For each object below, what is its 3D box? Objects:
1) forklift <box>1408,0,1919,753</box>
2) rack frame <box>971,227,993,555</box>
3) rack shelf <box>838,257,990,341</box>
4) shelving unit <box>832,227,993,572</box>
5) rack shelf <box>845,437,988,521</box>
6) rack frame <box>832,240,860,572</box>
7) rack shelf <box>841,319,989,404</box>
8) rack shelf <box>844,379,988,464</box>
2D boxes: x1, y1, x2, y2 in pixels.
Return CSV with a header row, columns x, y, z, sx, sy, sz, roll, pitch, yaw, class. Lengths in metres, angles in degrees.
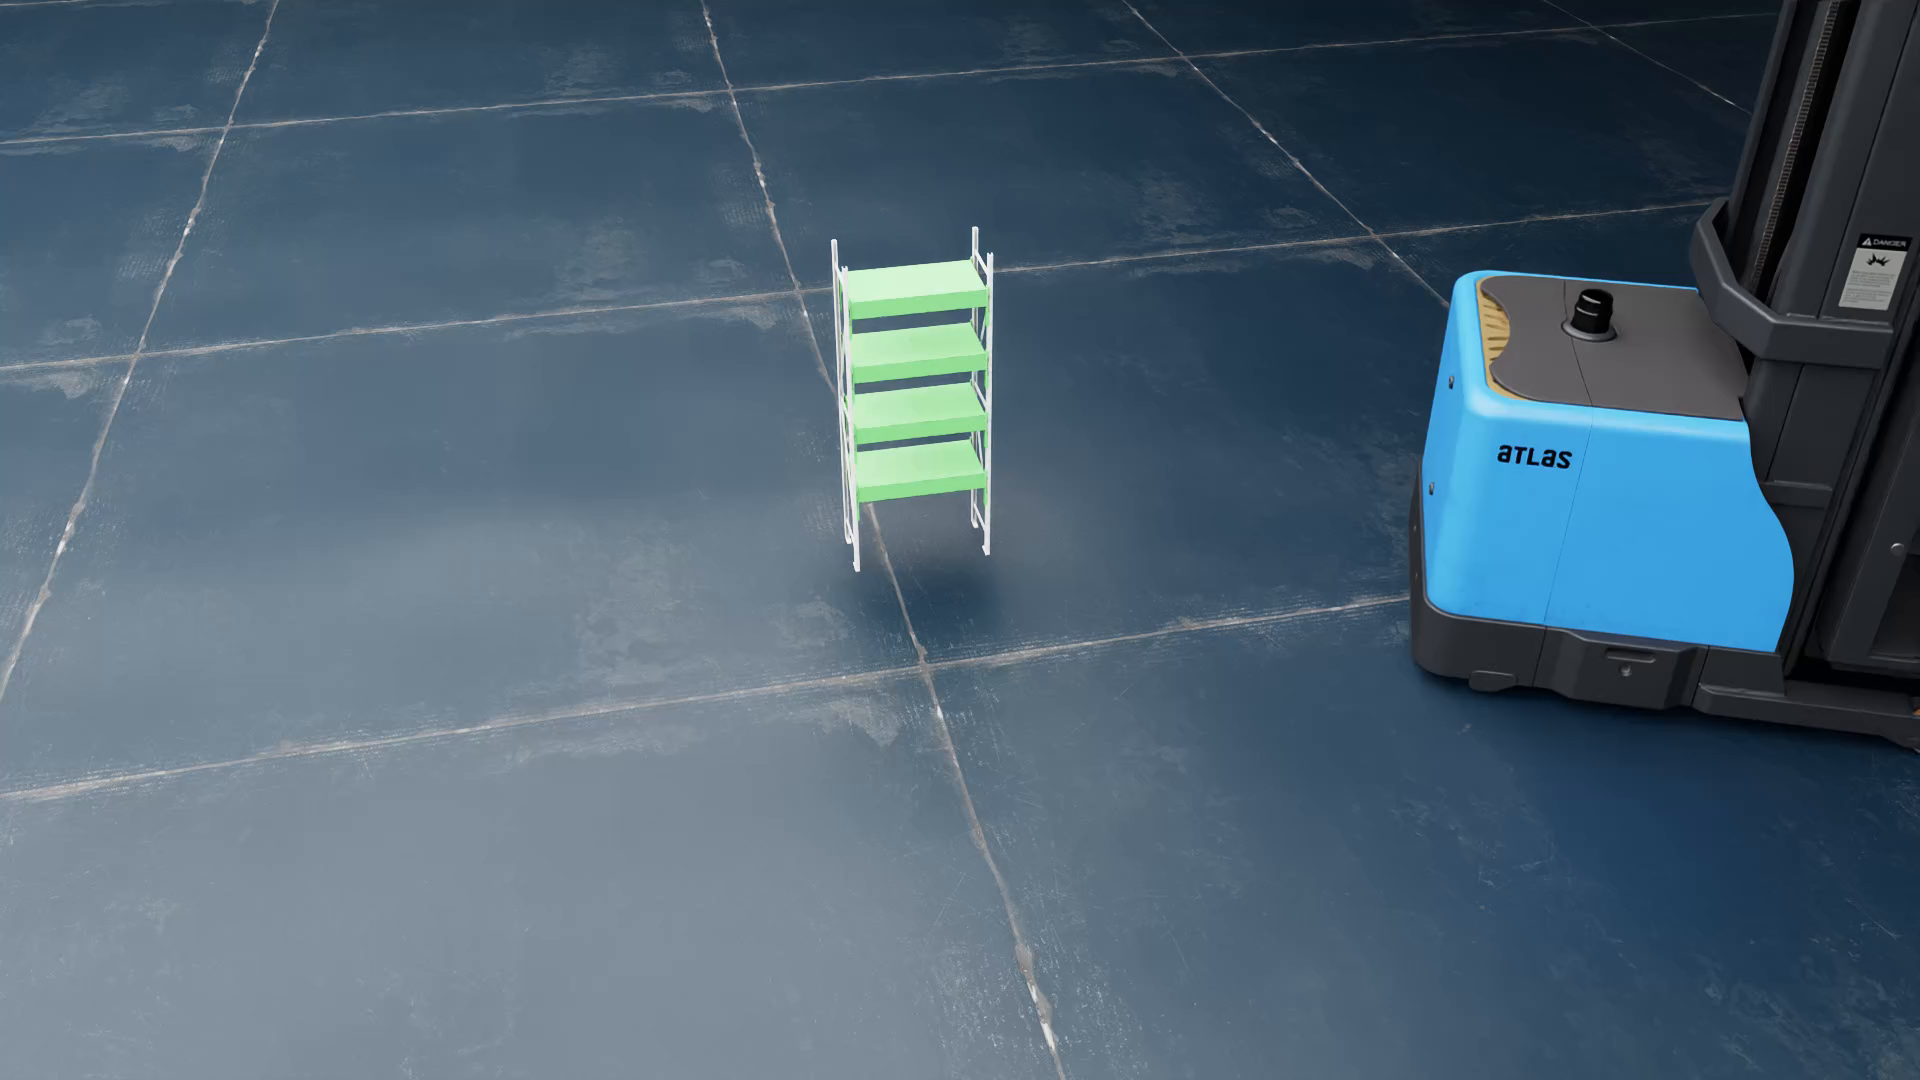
x,y,z,sx,sy,sz,roll,pitch,yaw,class
3.080,-0.835,4.864,3.031,2.935,1.130,7,34,10,forklift
0.077,-0.508,5.930,0.015,1.200,0.240,-7,35,-11,rack frame
-0.161,-0.823,5.653,0.480,0.148,0.258,-7,35,-11,rack shelf
-0.161,-0.478,5.885,0.503,1.200,0.258,-7,35,-11,shelving unit
-0.161,-0.226,6.055,0.480,0.148,0.258,-7,35,-11,rack shelf
-0.399,-0.448,5.841,0.015,1.200,0.240,-7,35,-11,rack frame
-0.161,-0.624,5.787,0.480,0.148,0.258,-7,35,-11,rack shelf
-0.161,-0.425,5.921,0.480,0.148,0.258,-7,35,-11,rack shelf
